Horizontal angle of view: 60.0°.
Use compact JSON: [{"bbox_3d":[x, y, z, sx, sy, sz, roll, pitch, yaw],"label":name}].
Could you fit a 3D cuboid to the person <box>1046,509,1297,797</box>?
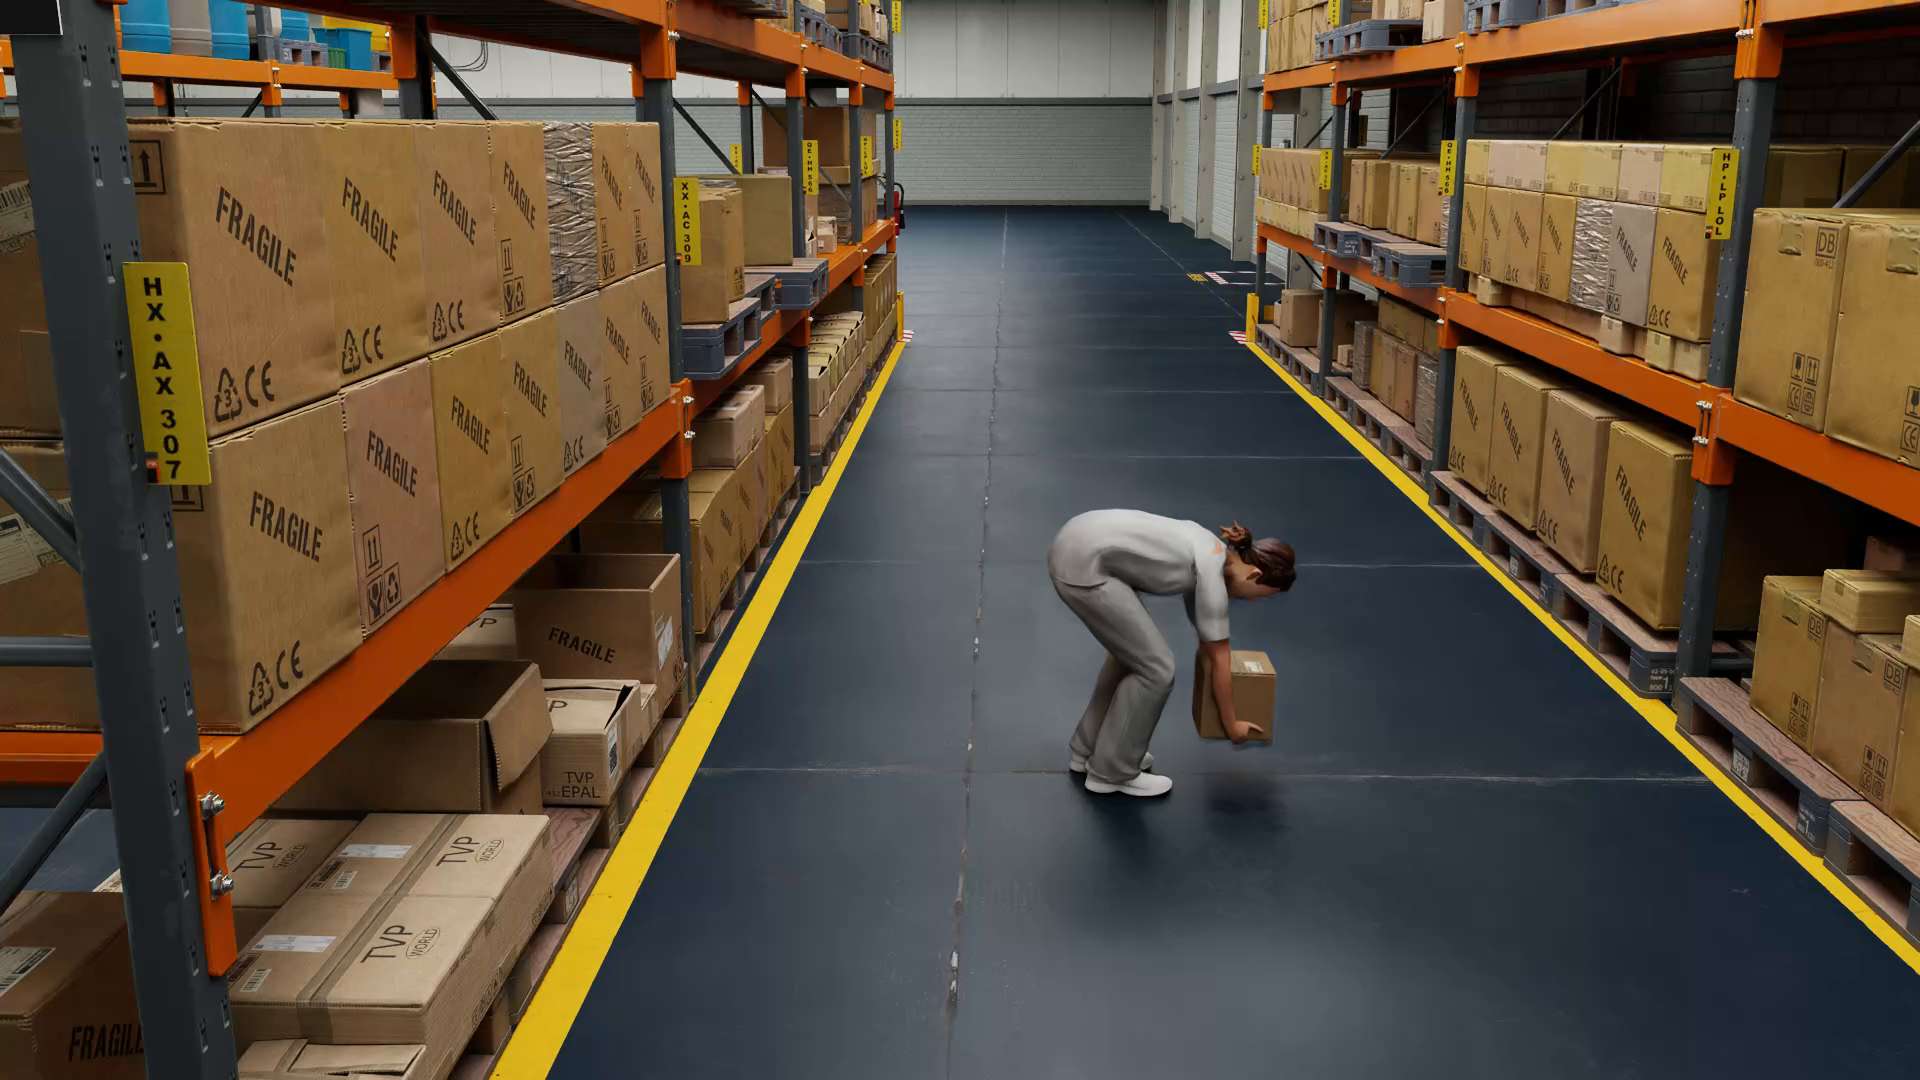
[{"bbox_3d":[0.736,0.383,5.866,0.865,0.998,0.439,0,14,-1],"label":"person"}]
